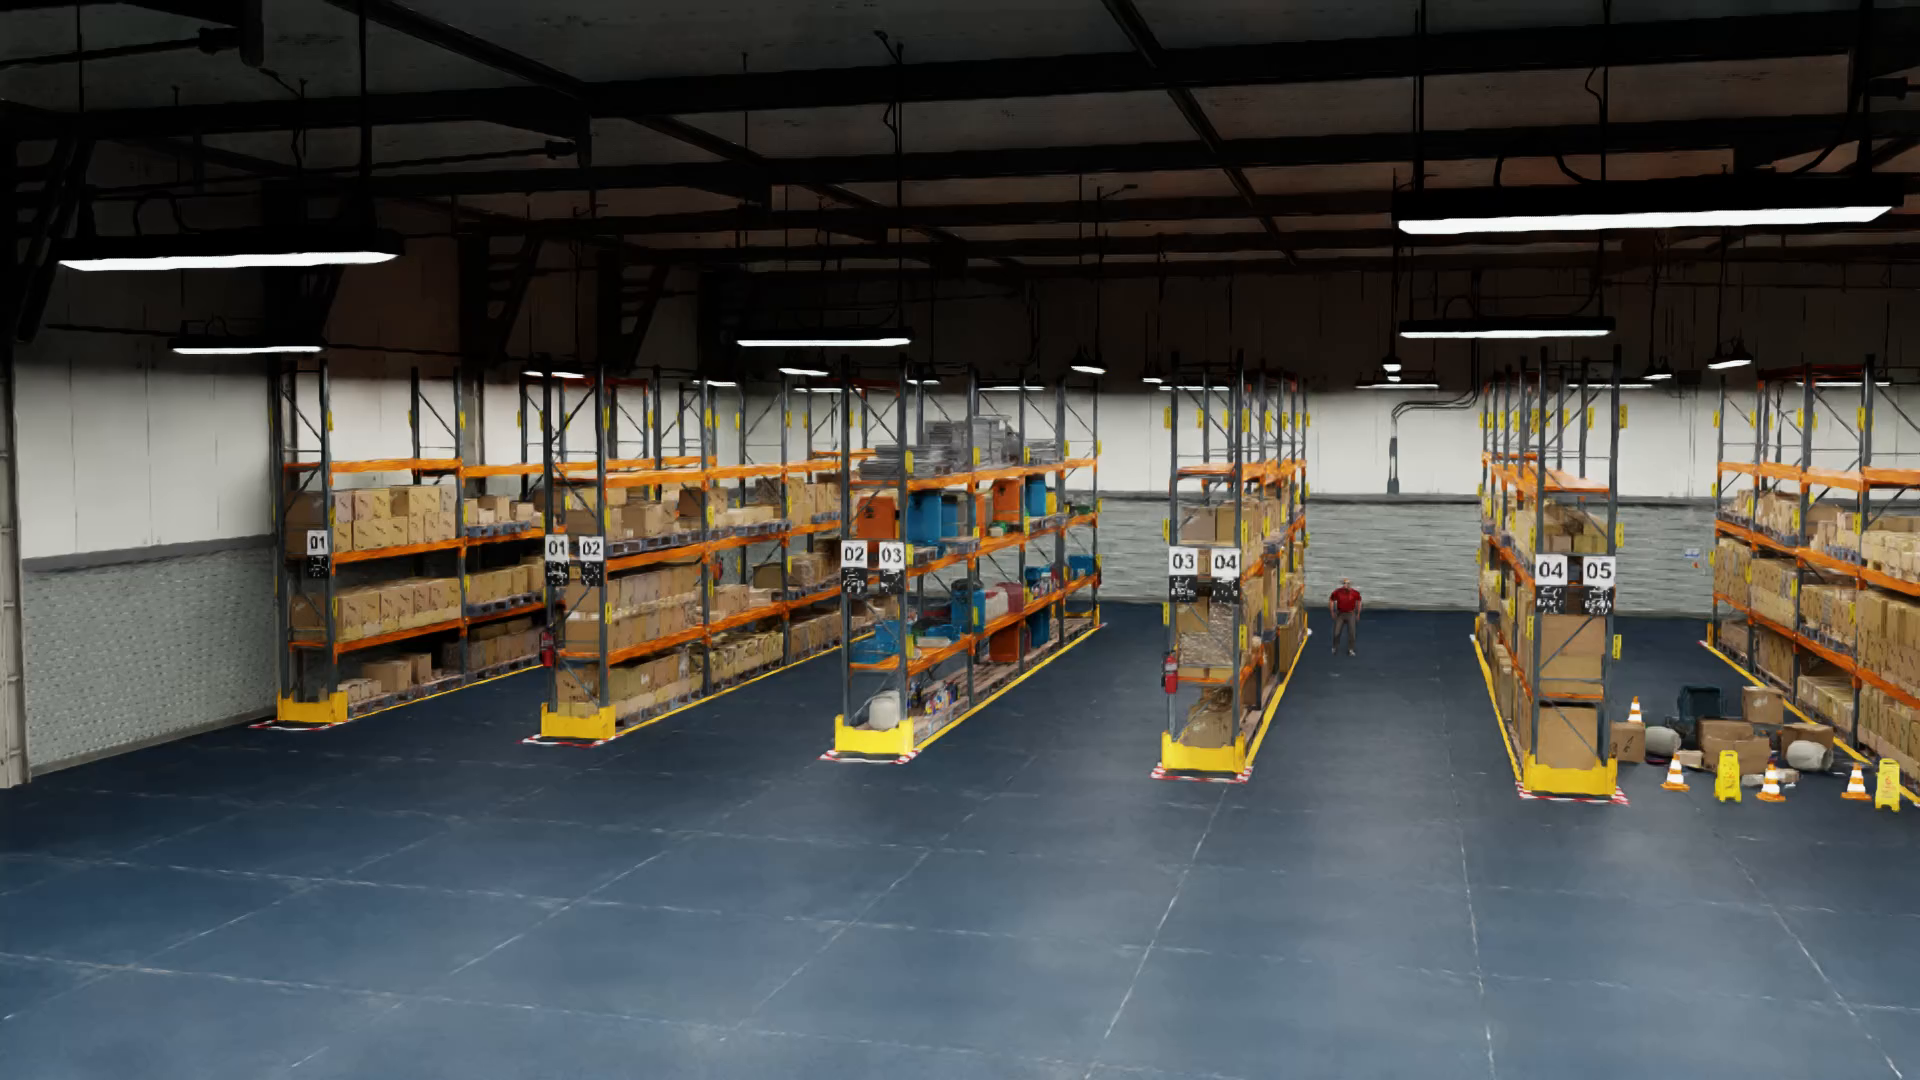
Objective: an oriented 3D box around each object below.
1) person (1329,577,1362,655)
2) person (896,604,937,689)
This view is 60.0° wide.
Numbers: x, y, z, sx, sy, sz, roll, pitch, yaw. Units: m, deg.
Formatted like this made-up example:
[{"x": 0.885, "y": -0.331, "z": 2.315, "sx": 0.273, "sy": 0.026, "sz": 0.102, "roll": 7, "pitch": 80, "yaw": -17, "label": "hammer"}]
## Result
[{"x": 8.225, "y": 1.618, "z": 35.501, "sx": 0.682, "sy": 1.676, "sz": 0.529, "roll": 1, "pitch": 4, "yaw": 12, "label": "person"}, {"x": -0.789, "y": 1.971, "z": 30.889, "sx": 0.519, "sy": 1.611, "sz": 0.913, "roll": 3, "pitch": 5, "yaw": 35, "label": "person"}]
